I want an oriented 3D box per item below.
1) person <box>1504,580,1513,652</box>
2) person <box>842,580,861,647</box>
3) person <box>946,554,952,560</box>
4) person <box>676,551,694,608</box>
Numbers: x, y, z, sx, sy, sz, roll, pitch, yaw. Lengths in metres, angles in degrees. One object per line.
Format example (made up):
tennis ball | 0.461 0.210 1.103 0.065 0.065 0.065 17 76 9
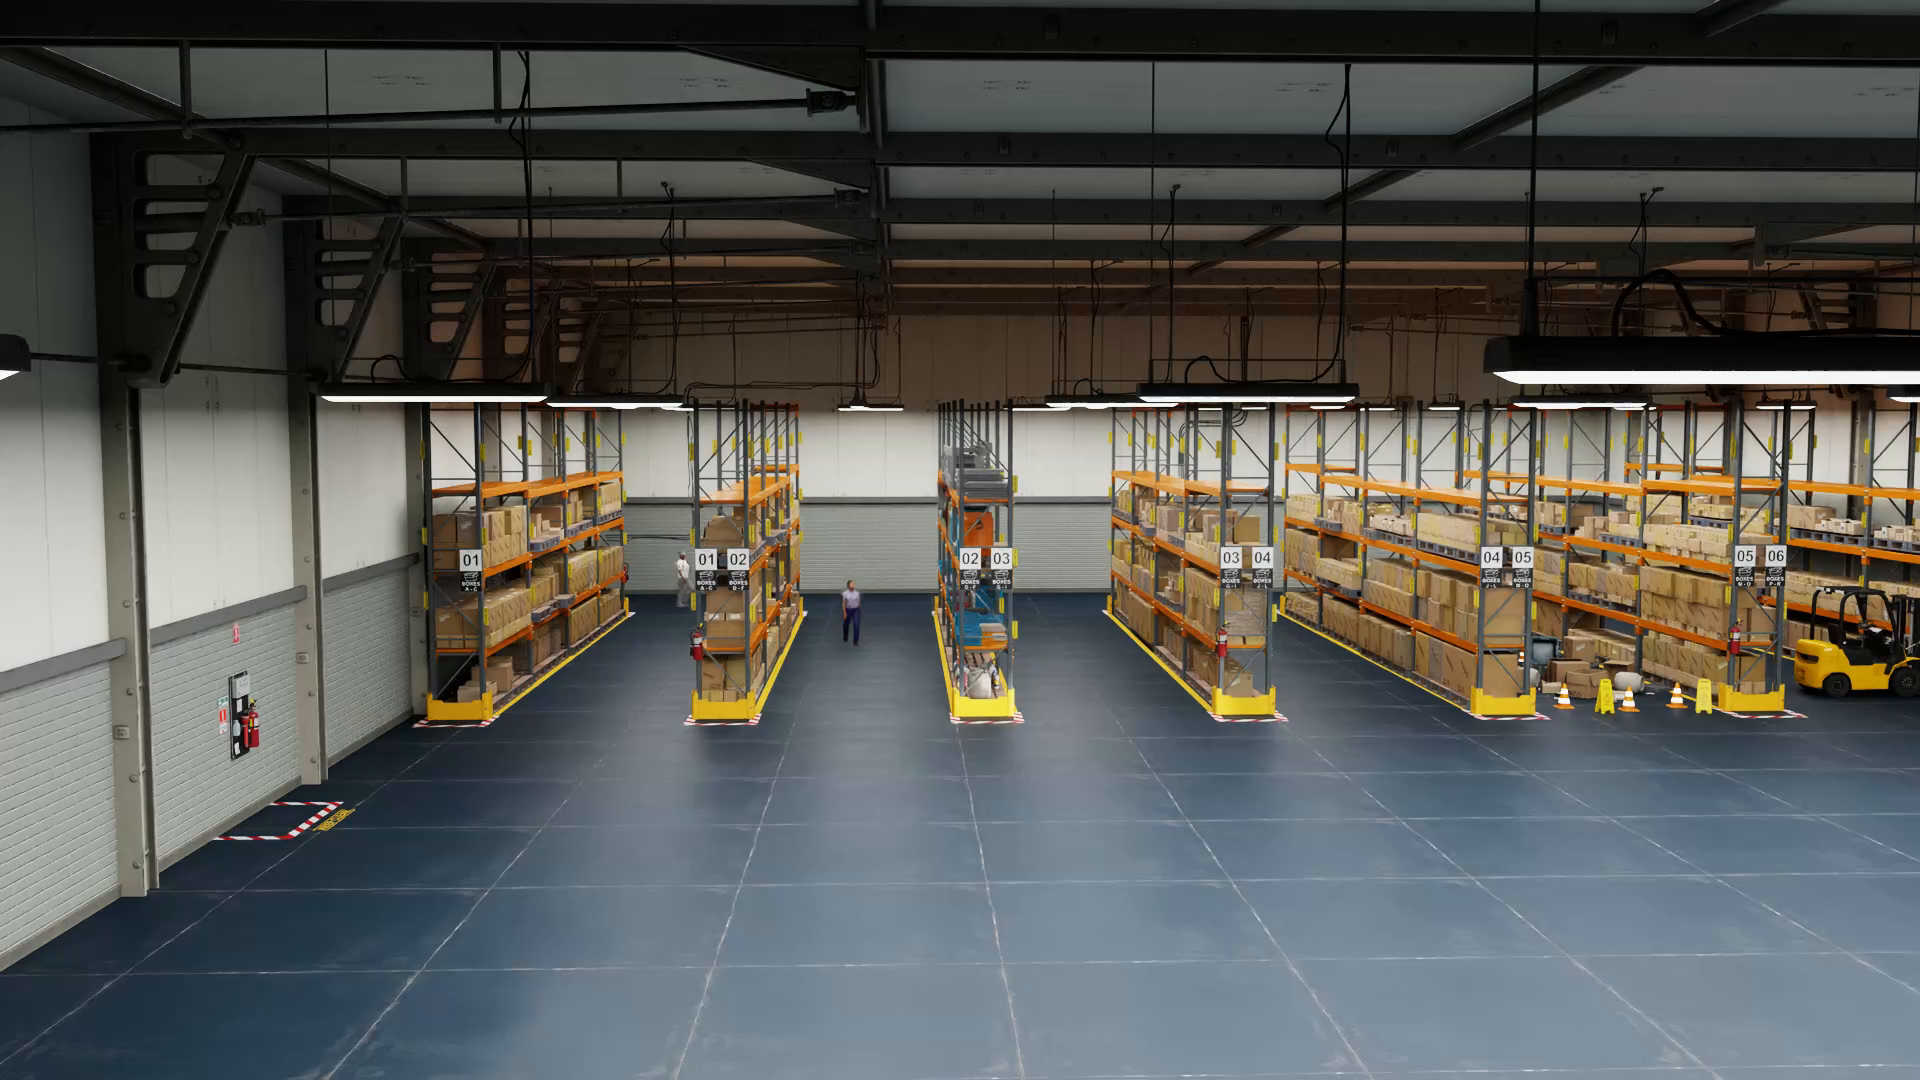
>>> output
person | 12.897 1.830 39.435 0.562 1.766 0.487 -4 6 -44
person | -2.662 1.790 40.839 0.471 1.605 0.665 0 4 -5
person | -0.257 1.163 48.564 0.624 1.773 0.548 1 4 8
person | -8.127 1.159 49.047 0.497 1.708 0.479 1 4 8
